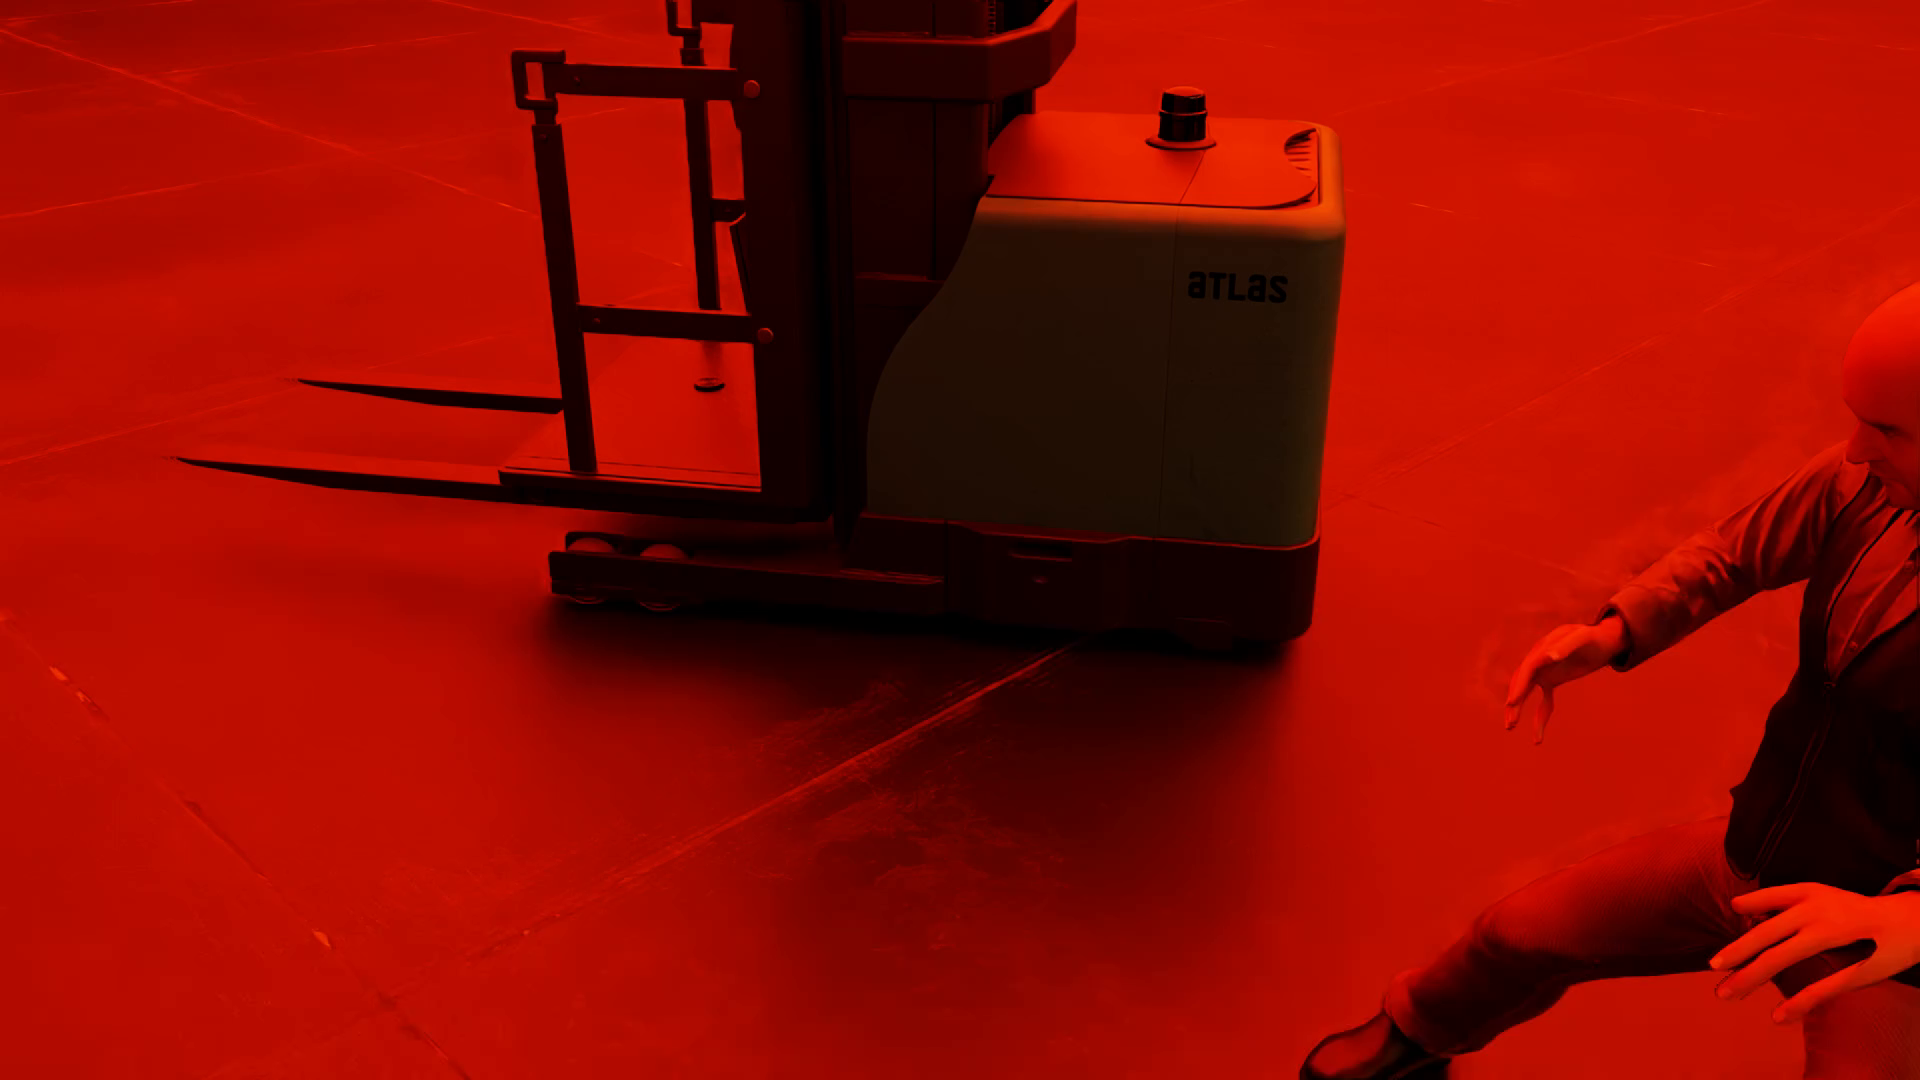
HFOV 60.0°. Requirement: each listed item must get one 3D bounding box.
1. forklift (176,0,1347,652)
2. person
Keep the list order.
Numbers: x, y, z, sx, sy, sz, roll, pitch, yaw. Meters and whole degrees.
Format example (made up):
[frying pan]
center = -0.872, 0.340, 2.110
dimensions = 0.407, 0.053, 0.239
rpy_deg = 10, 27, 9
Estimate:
[forklift]
center = -0.571, -1.359, 3.984
dimensions = 3.031, 2.935, 1.130
rpy_deg = 5, 27, 10
[person]
center = 0.950, 0.439, 1.931
dimensions = 0.735, 1.506, 1.298
rpy_deg = -2, 26, -3
